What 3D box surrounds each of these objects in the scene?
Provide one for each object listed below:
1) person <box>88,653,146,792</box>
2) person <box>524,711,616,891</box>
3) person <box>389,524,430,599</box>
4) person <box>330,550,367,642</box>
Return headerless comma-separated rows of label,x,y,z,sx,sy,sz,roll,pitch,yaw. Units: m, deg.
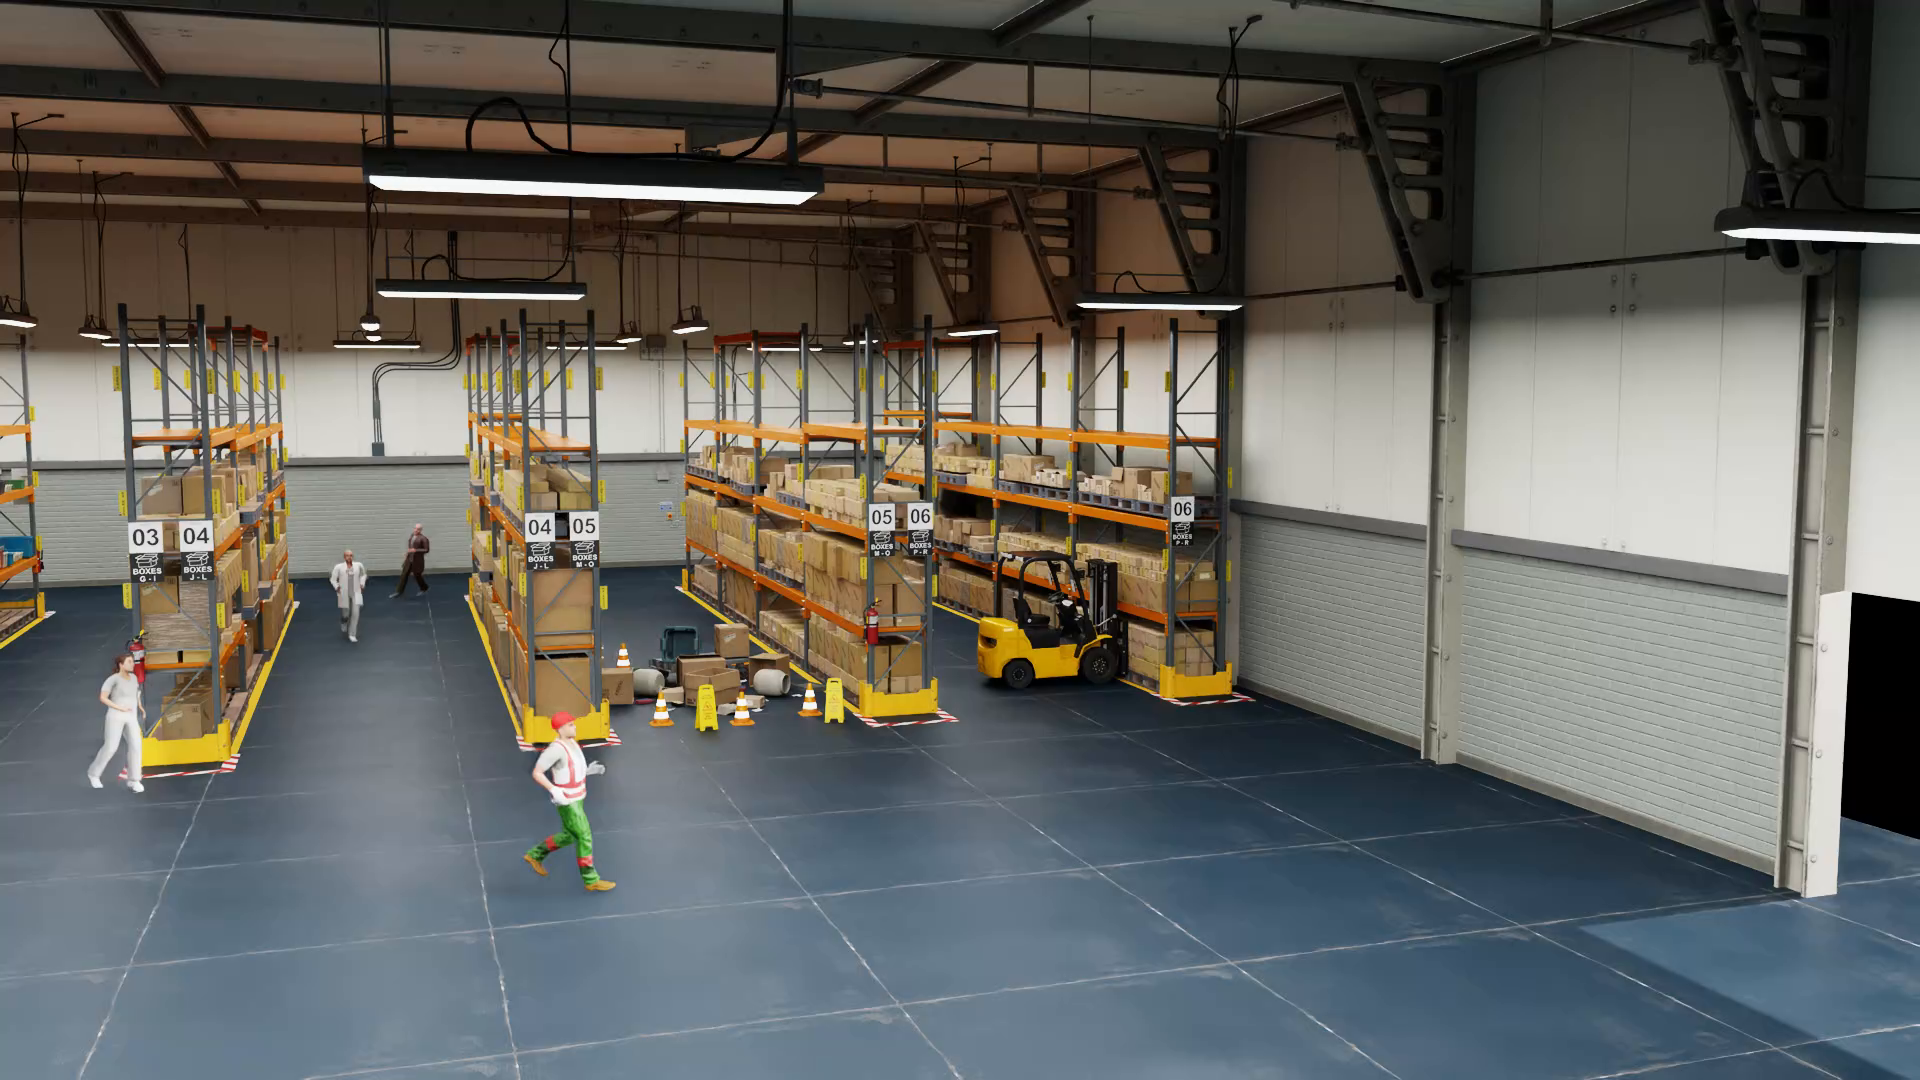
person,-10.292,2.217,20.492,0.865,1.667,0.623,2,6,24
person,-3.867,2.559,16.357,0.967,1.768,0.667,1,5,6
person,-12.493,0.489,38.208,0.772,1.699,1.081,2,6,23
person,-11.900,1.072,32.426,0.690,1.762,0.867,-3,6,-28
